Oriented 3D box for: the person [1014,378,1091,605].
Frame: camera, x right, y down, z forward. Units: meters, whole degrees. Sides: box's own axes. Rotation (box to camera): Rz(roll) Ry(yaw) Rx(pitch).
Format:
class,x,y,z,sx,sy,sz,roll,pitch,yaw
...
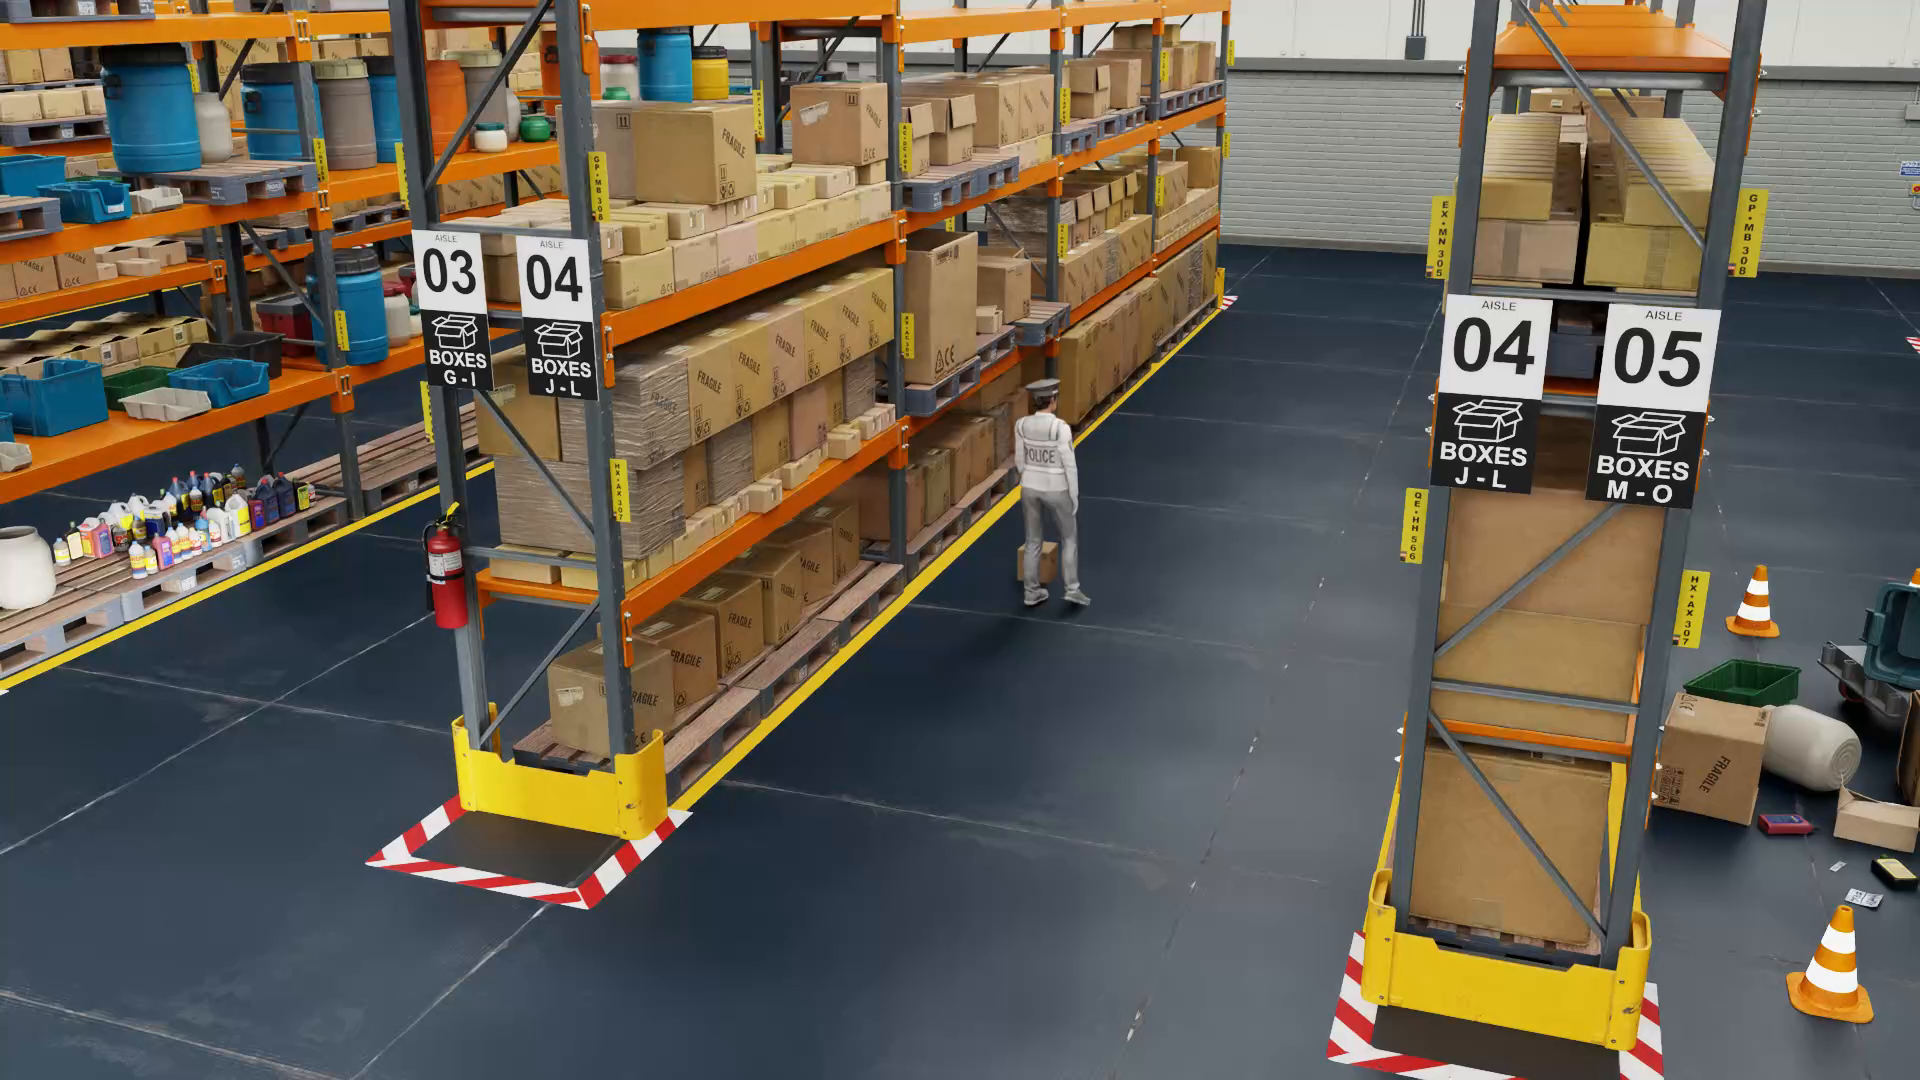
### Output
class,x,y,z,sx,sy,sz,roll,pitch,yaw
person,0.656,-0.317,12.015,0.547,1.722,0.409,9,21,25
